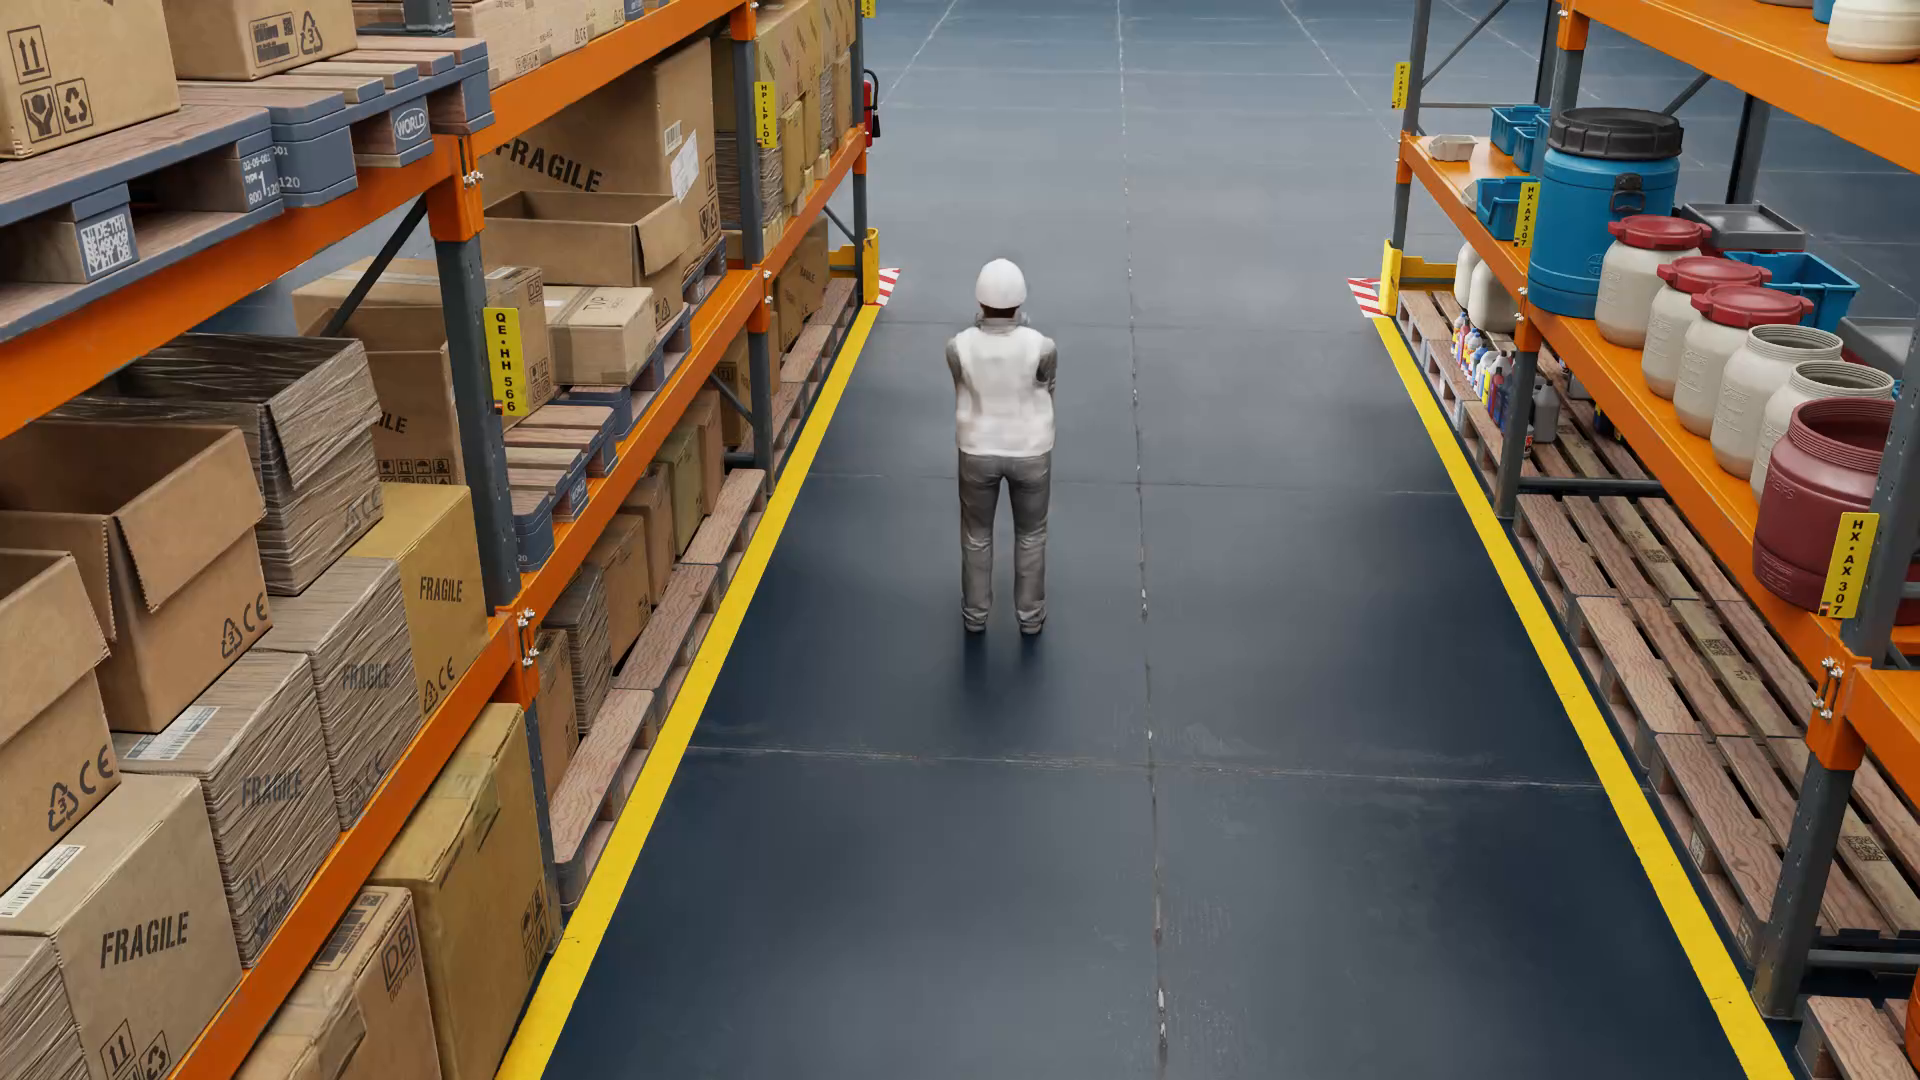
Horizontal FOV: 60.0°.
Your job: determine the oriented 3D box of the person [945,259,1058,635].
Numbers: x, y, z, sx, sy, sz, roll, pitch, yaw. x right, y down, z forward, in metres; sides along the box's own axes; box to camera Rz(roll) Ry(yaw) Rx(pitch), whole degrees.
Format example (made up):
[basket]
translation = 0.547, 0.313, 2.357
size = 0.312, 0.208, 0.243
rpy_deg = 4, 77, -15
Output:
[person]
translation = 0.192, -0.447, 7.569
size = 0.494, 1.767, 0.554
rpy_deg = 2, 24, 5
